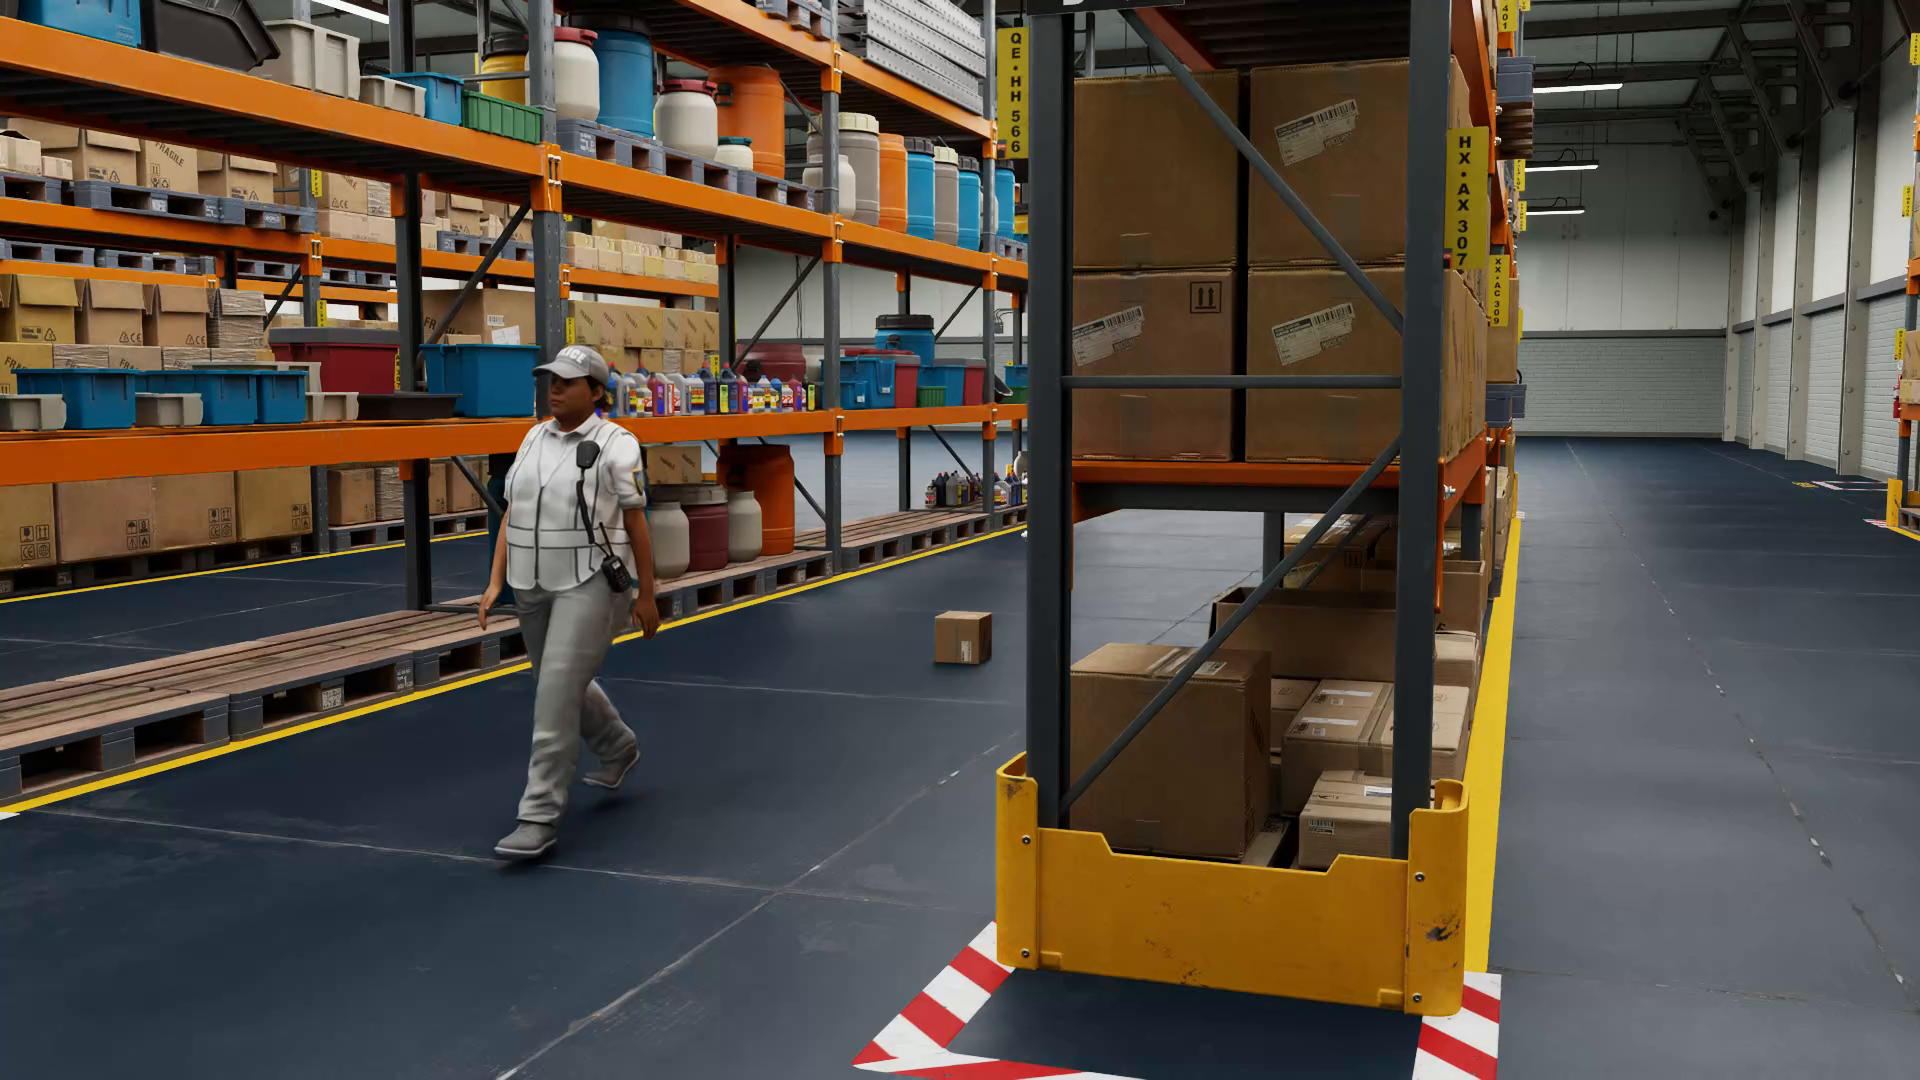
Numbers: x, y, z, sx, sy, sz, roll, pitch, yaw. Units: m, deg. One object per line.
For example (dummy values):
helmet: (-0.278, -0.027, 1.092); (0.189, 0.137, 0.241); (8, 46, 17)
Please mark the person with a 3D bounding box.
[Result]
person: (-1.318, 0.159, 5.557); (0.497, 1.611, 1.010); (3, 6, 25)
